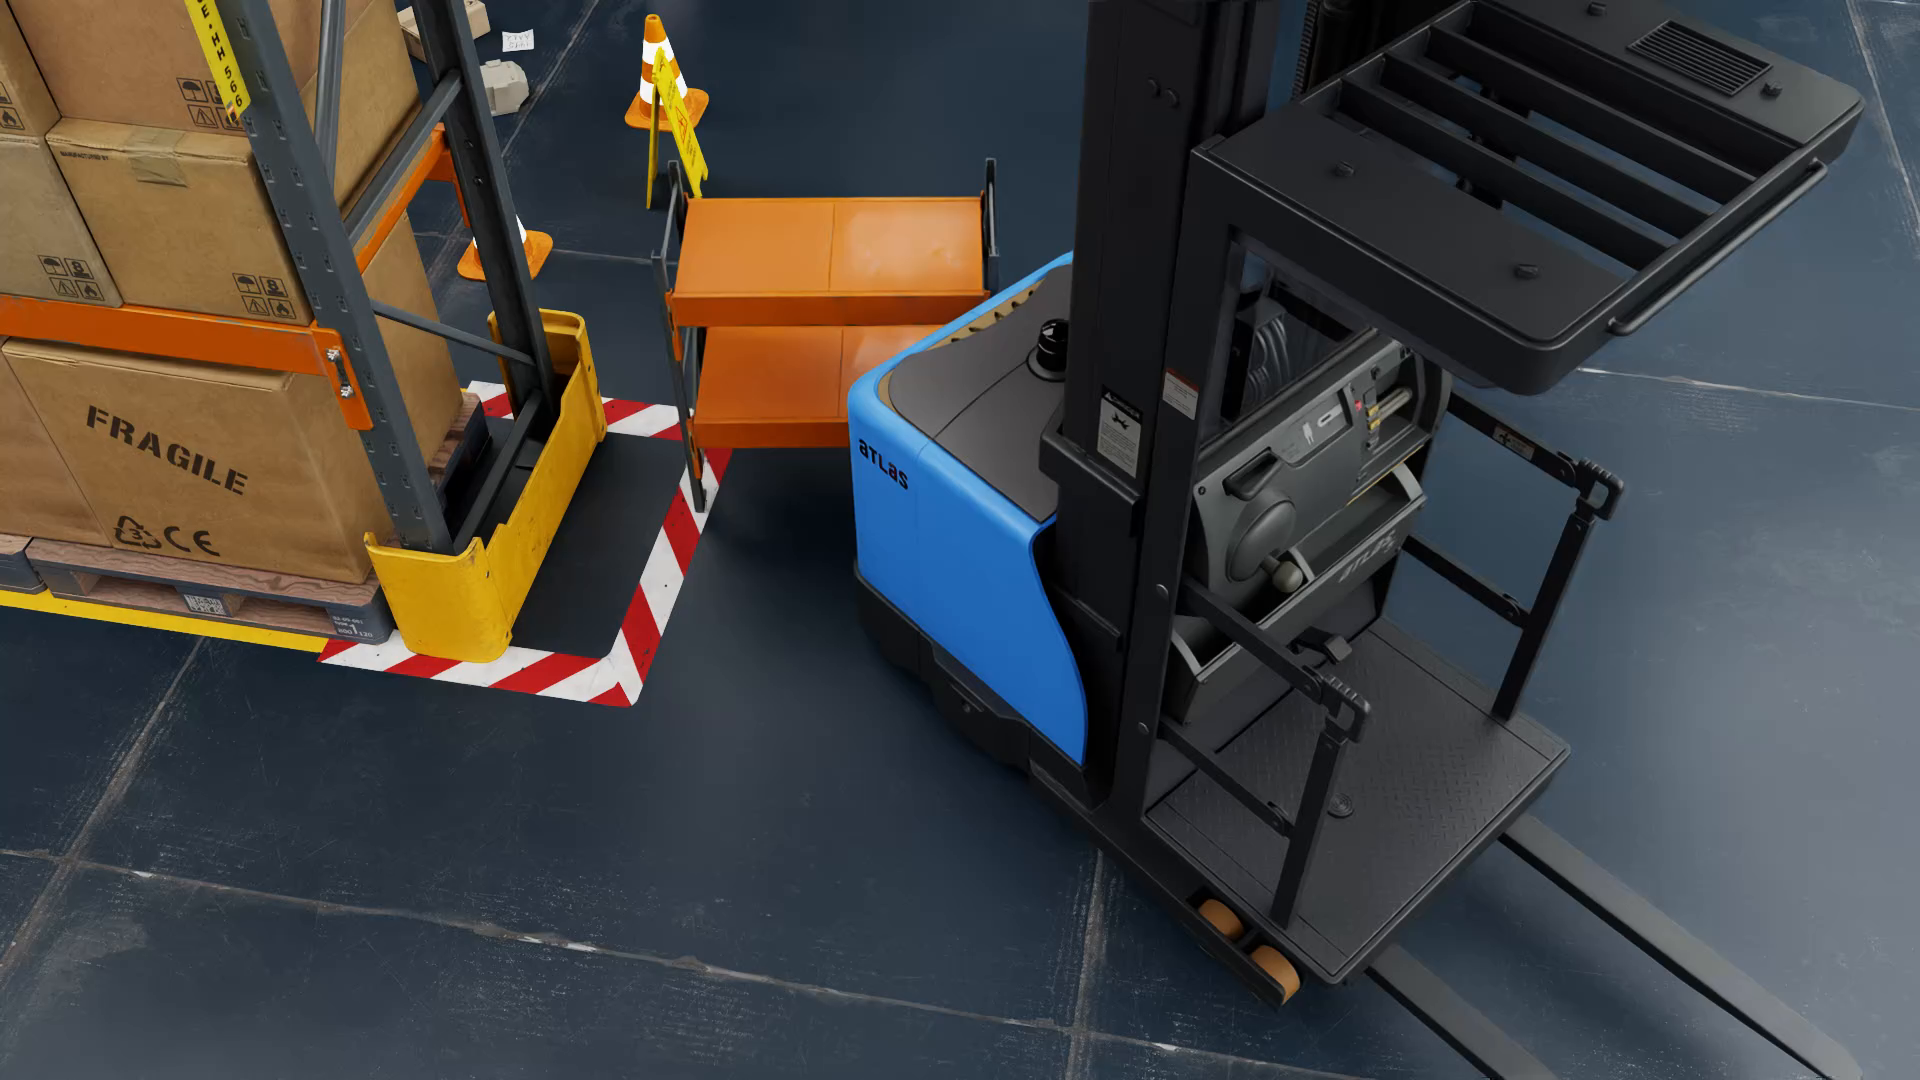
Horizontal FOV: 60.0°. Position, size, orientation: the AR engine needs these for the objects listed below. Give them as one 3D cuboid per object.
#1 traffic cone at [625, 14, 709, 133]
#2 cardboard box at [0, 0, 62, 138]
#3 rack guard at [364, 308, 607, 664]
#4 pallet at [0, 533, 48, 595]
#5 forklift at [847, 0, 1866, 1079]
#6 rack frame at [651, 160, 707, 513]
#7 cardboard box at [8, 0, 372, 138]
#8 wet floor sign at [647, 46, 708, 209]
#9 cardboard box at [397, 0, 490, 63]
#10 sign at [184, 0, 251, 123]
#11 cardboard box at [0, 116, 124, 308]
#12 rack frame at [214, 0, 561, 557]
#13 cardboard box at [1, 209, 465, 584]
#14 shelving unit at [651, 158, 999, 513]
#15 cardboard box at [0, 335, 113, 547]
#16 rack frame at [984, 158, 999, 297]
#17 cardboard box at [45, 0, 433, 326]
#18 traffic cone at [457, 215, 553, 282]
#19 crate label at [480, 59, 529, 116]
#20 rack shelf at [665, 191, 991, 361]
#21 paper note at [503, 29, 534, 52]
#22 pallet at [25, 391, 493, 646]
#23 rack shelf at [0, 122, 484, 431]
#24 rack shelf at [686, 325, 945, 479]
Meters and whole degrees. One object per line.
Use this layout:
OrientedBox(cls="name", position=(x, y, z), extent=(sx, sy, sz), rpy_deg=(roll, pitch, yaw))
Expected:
OrientedBox(cls="traffic cone", position=(-1.318, -2.092, 7.319), extent=(0.334, 0.463, 0.336), rpy_deg=(8, 49, 7))
OrientedBox(cls="cardboard box", position=(-2.500, -1.542, 4.292), extent=(0.550, 0.550, 0.875), rpy_deg=(8, 49, 7))
OrientedBox(cls="rack guard", position=(-1.560, -0.210, 5.602), extent=(0.348, 0.500, 1.175), rpy_deg=(8, 49, 7))
OrientedBox(cls="pallet", position=(-3.582, -0.328, 5.903), extent=(1.213, 0.211, 1.003), rpy_deg=(8, 49, 7))
OrientedBox(cls="forklift", position=(1.029, -0.134, 3.900), extent=(1.130, 2.935, 3.031), rpy_deg=(-34, 57, -27))
OrientedBox(cls="rack frame", position=(-0.916, -0.657, 5.584), extent=(0.032, 1.125, 0.500), rpy_deg=(0, 48, 0))
OrientedBox(cls="cardboard box", position=(-1.942, -1.537, 4.288), extent=(0.550, 0.550, 0.875), rpy_deg=(8, 49, 7))
OrientedBox(cls="wet floor sign", position=(-1.203, -1.707, 6.850), extent=(0.232, 0.644, 0.267), rpy_deg=(0, 48, 0))
OrientedBox(cls="cardboard box", position=(-2.451, -2.427, 7.831), extent=(0.250, 0.149, 0.380), rpy_deg=(32, 56, 26))
OrientedBox(cls="sign", position=(-1.694, -1.119, 3.801), extent=(0.005, 0.325, 0.100), rpy_deg=(8, 49, 7))
OrientedBox(cls="cardboard box", position=(-2.502, -1.171, 4.685), extent=(0.550, 0.550, 0.875), rpy_deg=(8, 49, 7))
OrientedBox(cls="rack frame", position=(-1.584, -1.048, 4.676), extent=(0.127, 3.000, 1.000), rpy_deg=(8, 49, 7))
OrientedBox(cls="cardboard box", position=(-2.263, -0.520, 5.347), extent=(0.875, 0.875, 0.875), rpy_deg=(8, 49, 7))
OrientedBox(cls="shelving unit", position=(-0.408, -0.660, 5.587), extent=(1.048, 1.125, 0.538), rpy_deg=(0, 48, 0))
OrientedBox(cls="cardboard box", position=(-3.129, -0.635, 5.450), extent=(0.875, 0.875, 0.875), rpy_deg=(7, 48, 6))
OrientedBox(cls="rack frame", position=(0.100, -0.664, 5.590), extent=(0.032, 1.125, 0.500), rpy_deg=(0, 48, 0))
OrientedBox(cls="cardboard box", position=(-1.957, -1.115, 4.634), extent=(0.550, 0.550, 0.875), rpy_deg=(8, 49, 7))
OrientedBox(cls="traffic cone", position=(-1.854, -1.310, 6.616), extent=(0.334, 0.463, 0.336), rpy_deg=(8, 49, 7))
OrientedBox(cls="crate label", position=(-2.103, -2.042, 7.493), extent=(0.298, 0.136, 0.250), rpy_deg=(-15, 50, -13))
OrientedBox(cls="rack shelf", position=(-0.408, -0.856, 5.369), extent=(1.000, 0.278, 0.538), rpy_deg=(0, 48, 0))
OrientedBox(cls="paper note", position=(-2.087, -2.361, 7.851), extent=(0.142, 0.019, 0.148), rpy_deg=(-7, 48, -7))
OrientedBox(cls="pallet", position=(-2.385, -0.165, 5.756), extent=(1.213, 0.211, 1.003), rpy_deg=(8, 49, 7))
OrientedBox(cls="rack shelf", position=(-3.552, -1.073, 5.181), extent=(4.000, 0.370, 1.077), rpy_deg=(8, 49, 7))
OrientedBox(cls="rack shelf", position=(-0.408, -0.497, 5.769), extent=(1.000, 0.278, 0.538), rpy_deg=(0, 48, 0))
